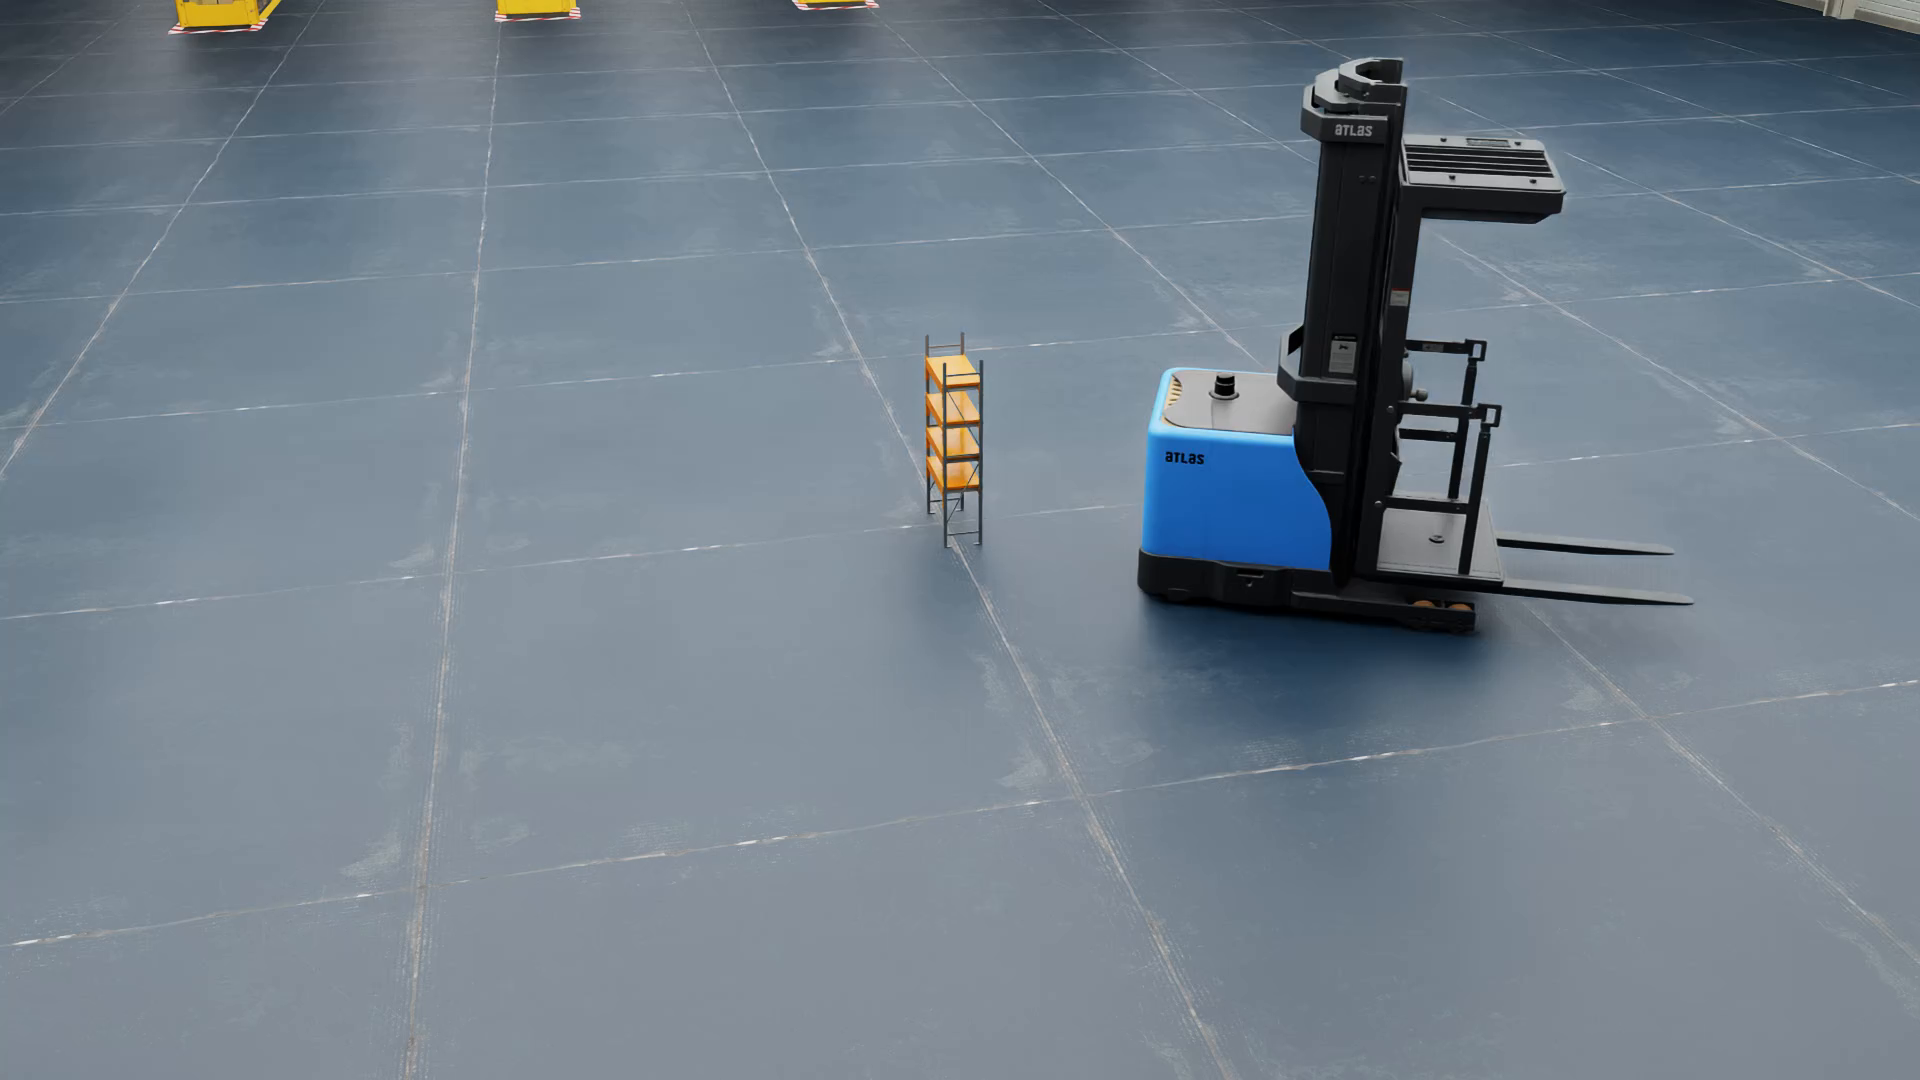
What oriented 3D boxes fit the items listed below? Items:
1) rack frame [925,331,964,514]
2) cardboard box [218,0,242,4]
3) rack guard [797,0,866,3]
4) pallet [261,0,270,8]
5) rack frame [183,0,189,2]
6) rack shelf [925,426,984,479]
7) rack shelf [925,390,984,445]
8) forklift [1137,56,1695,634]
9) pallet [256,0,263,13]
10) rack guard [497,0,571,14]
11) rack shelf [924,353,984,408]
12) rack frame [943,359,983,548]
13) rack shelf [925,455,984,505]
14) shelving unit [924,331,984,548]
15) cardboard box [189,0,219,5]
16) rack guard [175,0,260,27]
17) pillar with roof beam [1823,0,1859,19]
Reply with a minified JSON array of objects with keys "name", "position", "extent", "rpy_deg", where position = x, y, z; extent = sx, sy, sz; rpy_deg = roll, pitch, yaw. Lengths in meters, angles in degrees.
[{"name":"rack frame","position":[-0.092,-0.715,10.336],"extent":[0.240,1.200,0.015],"rpy_deg":[-6,27,-12]},{"name":"cardboard box","position":[-11.749,-8.830,27.001],"extent":[0.500,0.250,0.500],"rpy_deg":[-6,27,-12]},{"name":"rack guard","position":[-2.210,-9.534,28.584],"extent":[1.175,0.500,0.348],"rpy_deg":[-6,27,-12]},{"name":"pallet","position":[-12.329,-9.233,28.309],"extent":[1.003,0.211,1.213],"rpy_deg":[-6,27,-12]},{"name":"rack frame","position":[-11.845,-9.612,25.965],"extent":[1.000,3.000,0.127],"rpy_deg":[-6,27,-12]},{"name":"rack shelf","position":[-0.037,-0.548,10.154],"extent":[0.258,0.148,0.480],"rpy_deg":[-6,27,-12]},{"name":"rack shelf","position":[-0.037,-0.748,10.053],"extent":[0.258,0.148,0.480],"rpy_deg":[-6,27,-12]},{"name":"forklift","position":[2.591,-1.047,9.072],"extent":[3.031,2.935,1.130],"rpy_deg":[5,27,10]},{"name":"pallet","position":[-12.058,-8.699,27.250],"extent":[1.003,0.211,1.213],"rpy_deg":[-6,27,-12]},{"name":"rack guard","position":[-7.081,-9.026,27.578],"extent":[1.175,0.500,0.348],"rpy_deg":[-6,27,-12]},{"name":"rack shelf","position":[-0.037,-0.959,9.947],"extent":[0.258,0.148,0.480],"rpy_deg":[-6,27,-12]},{"name":"rack frame","position":[0.018,-0.501,9.911],"extent":[0.240,1.200,0.015],"rpy_deg":[-6,27,-12]},{"name":"rack shelf","position":[-0.037,-0.371,10.243],"extent":[0.258,0.148,0.480],"rpy_deg":[-6,27,-12]},{"name":"shelving unit","position":[-0.037,-0.608,10.124],"extent":[0.258,1.200,0.503],"rpy_deg":[-6,27,-12]},{"name":"cardboard box","position":[-12.254,-8.778,26.897],"extent":[0.500,0.250,0.500],"rpy_deg":[-6,27,-12]},{"name":"rack guard","position":[-11.839,-8.486,26.508],"extent":[1.175,0.500,0.348],"rpy_deg":[-6,27,-12]},{"name":"pillar with roof beam","position":[10.177,-12.133,24.301],"extent":[9.100,9.000,0.400],"rpy_deg":[-6,27,-12]}]
